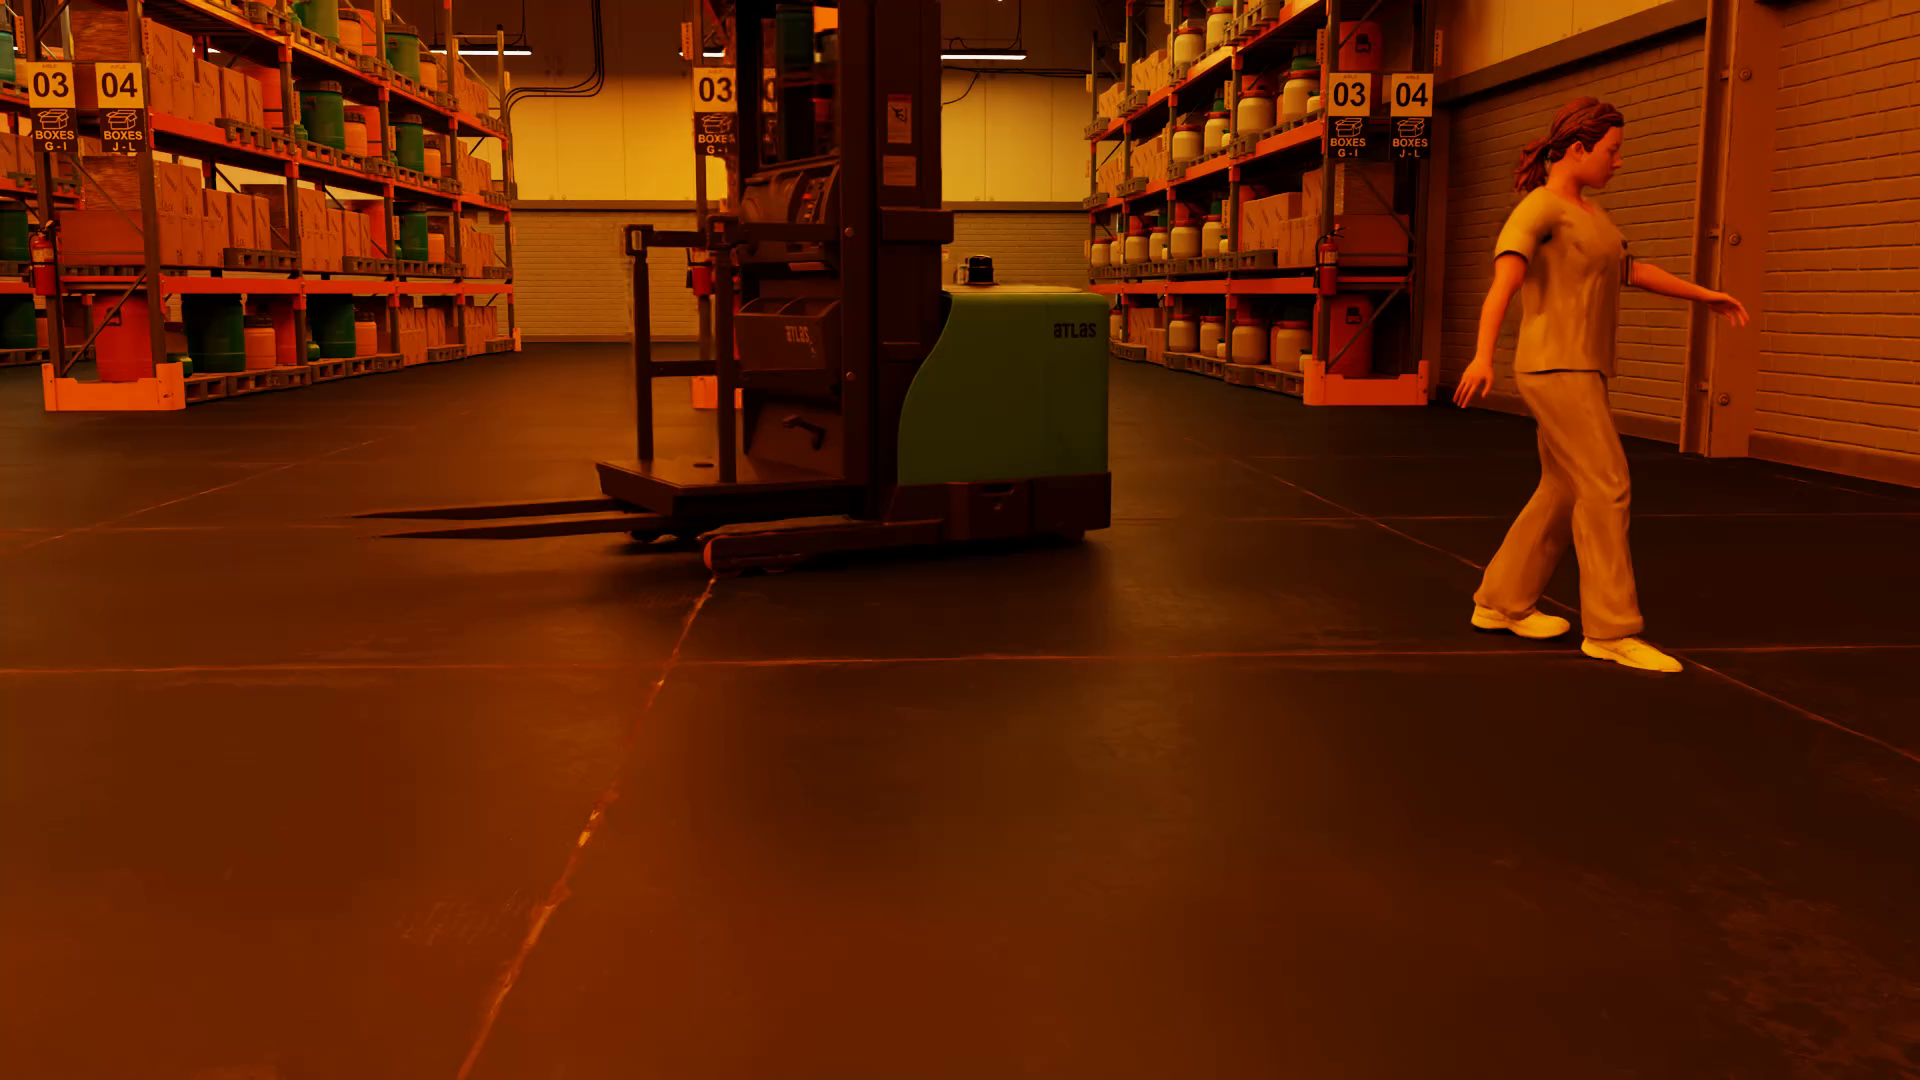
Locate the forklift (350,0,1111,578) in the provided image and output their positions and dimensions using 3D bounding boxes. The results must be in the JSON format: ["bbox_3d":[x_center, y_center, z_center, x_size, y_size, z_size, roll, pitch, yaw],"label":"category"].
[{"bbox_3d":[-0.889,-1.394,6.722,3.031,2.935,1.130,-5,10,-28],"label":"forklift"}]

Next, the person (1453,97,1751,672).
[{"bbox_3d":[1.856,-0.470,4.943,0.716,1.663,0.870,7,11,40],"label":"person"}]
